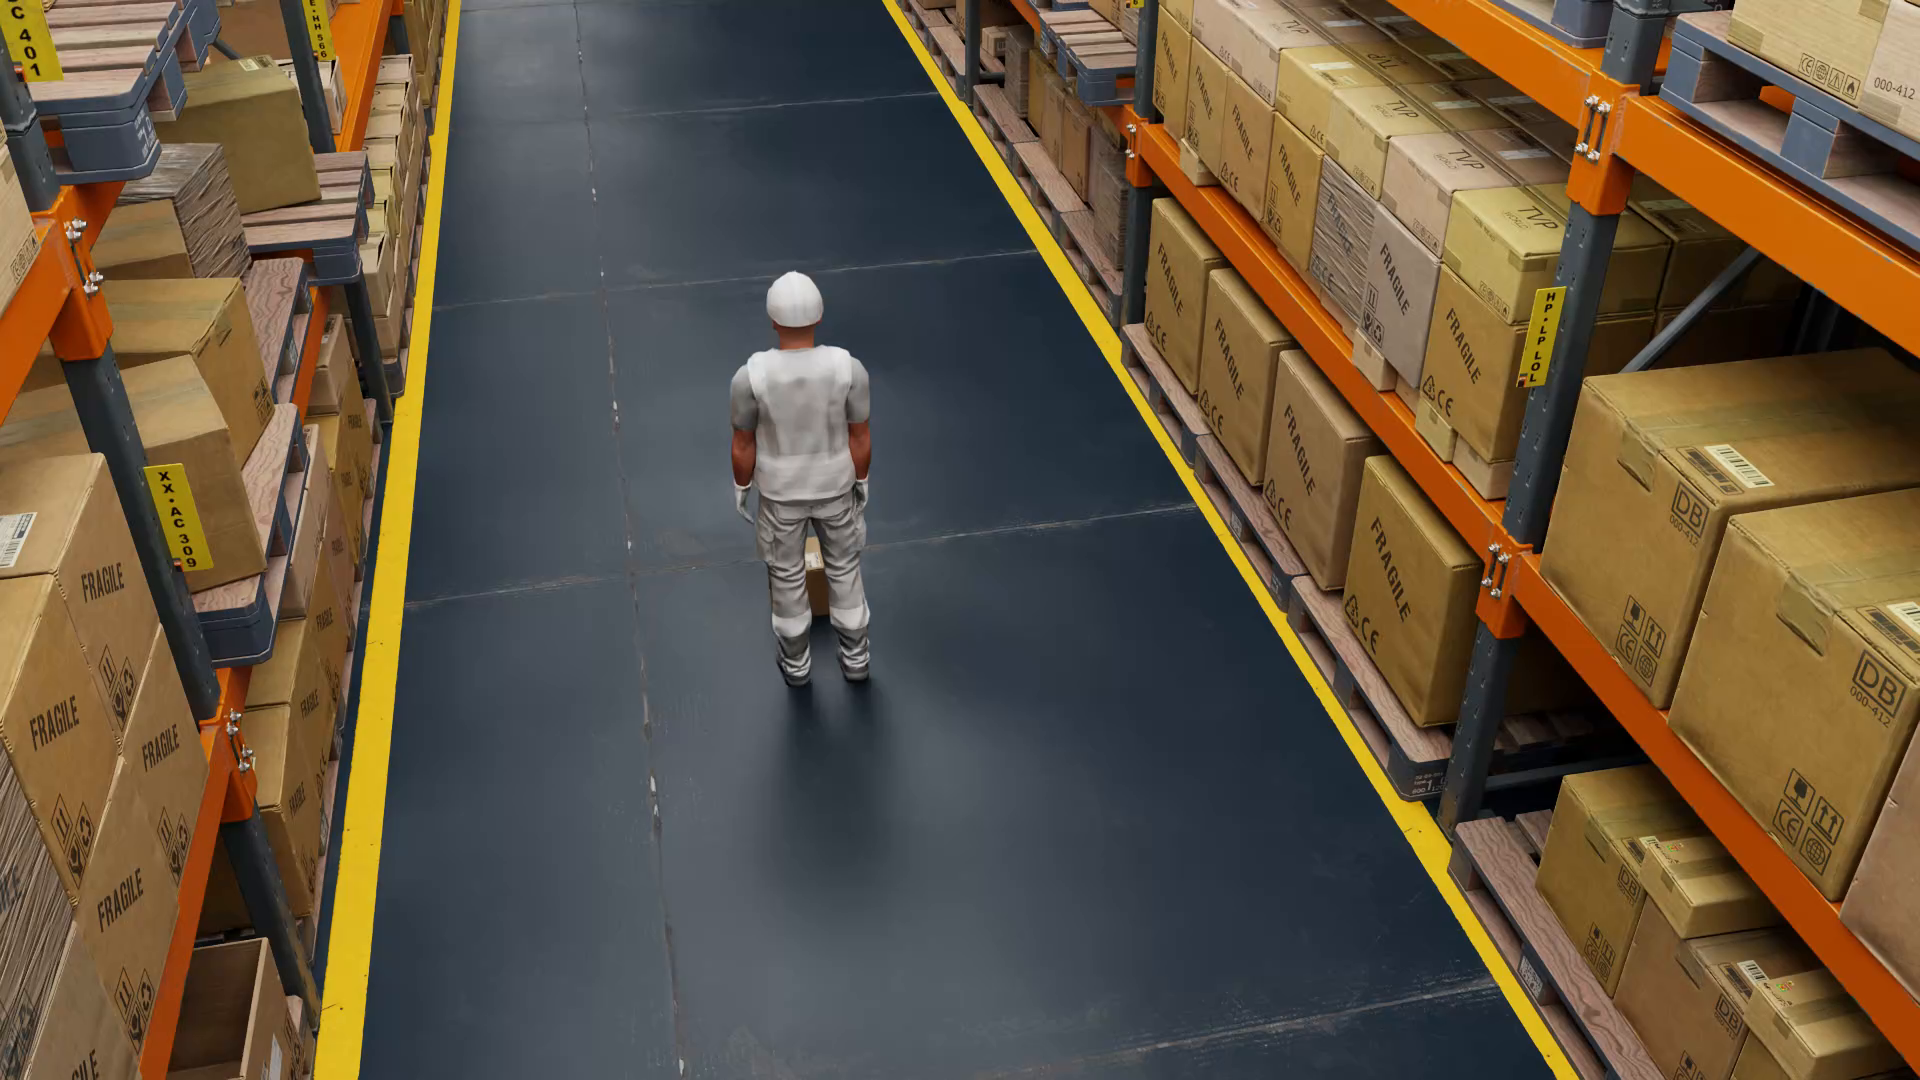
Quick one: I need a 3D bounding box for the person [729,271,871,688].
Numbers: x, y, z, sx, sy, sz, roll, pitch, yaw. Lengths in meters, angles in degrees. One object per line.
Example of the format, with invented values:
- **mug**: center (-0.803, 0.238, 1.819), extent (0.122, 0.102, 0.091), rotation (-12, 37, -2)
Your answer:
- **person**: center (-0.607, -0.198, 6.440), extent (0.534, 1.821, 0.347), rotation (-6, 35, -9)
